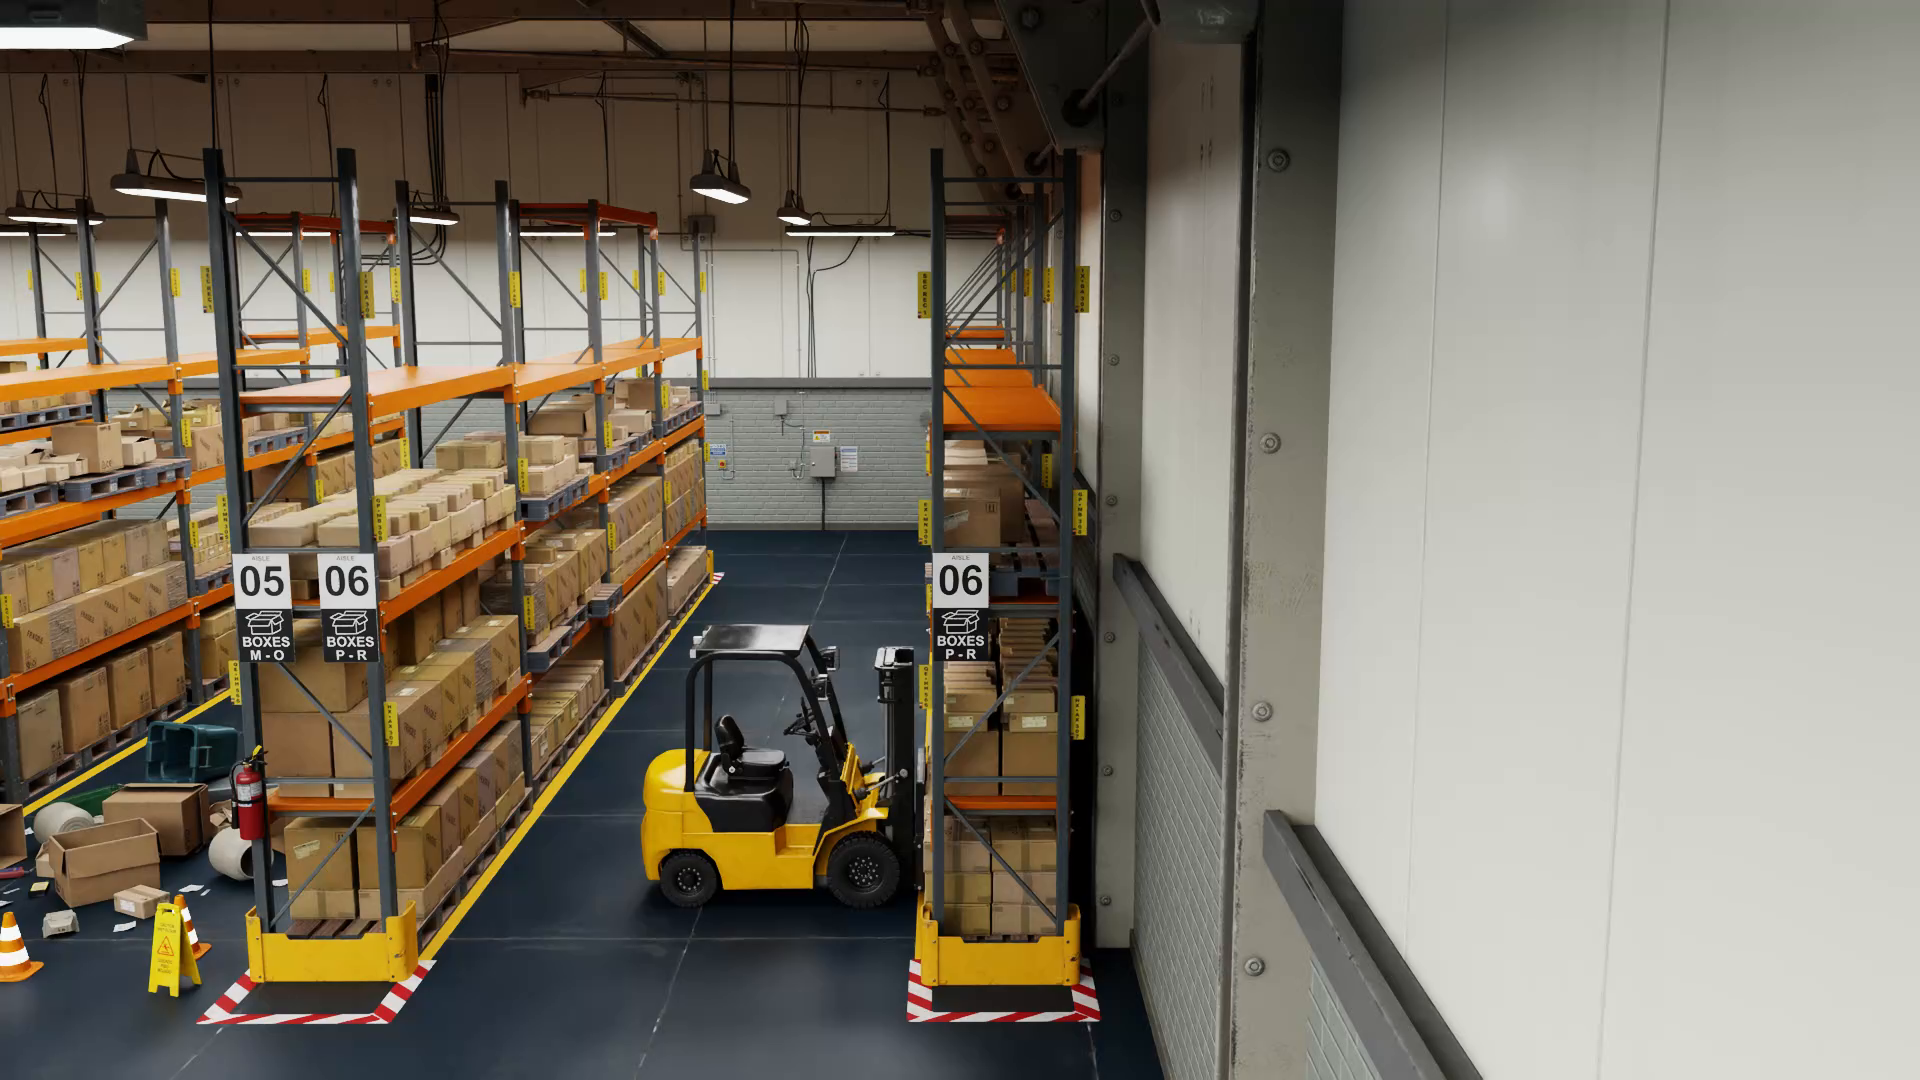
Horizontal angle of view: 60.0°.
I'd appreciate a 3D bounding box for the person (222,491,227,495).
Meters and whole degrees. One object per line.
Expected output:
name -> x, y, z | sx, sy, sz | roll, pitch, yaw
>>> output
person -> -11.579, 0.126, 26.290 | 0.697, 1.826, 0.704 | 0, 9, 1
